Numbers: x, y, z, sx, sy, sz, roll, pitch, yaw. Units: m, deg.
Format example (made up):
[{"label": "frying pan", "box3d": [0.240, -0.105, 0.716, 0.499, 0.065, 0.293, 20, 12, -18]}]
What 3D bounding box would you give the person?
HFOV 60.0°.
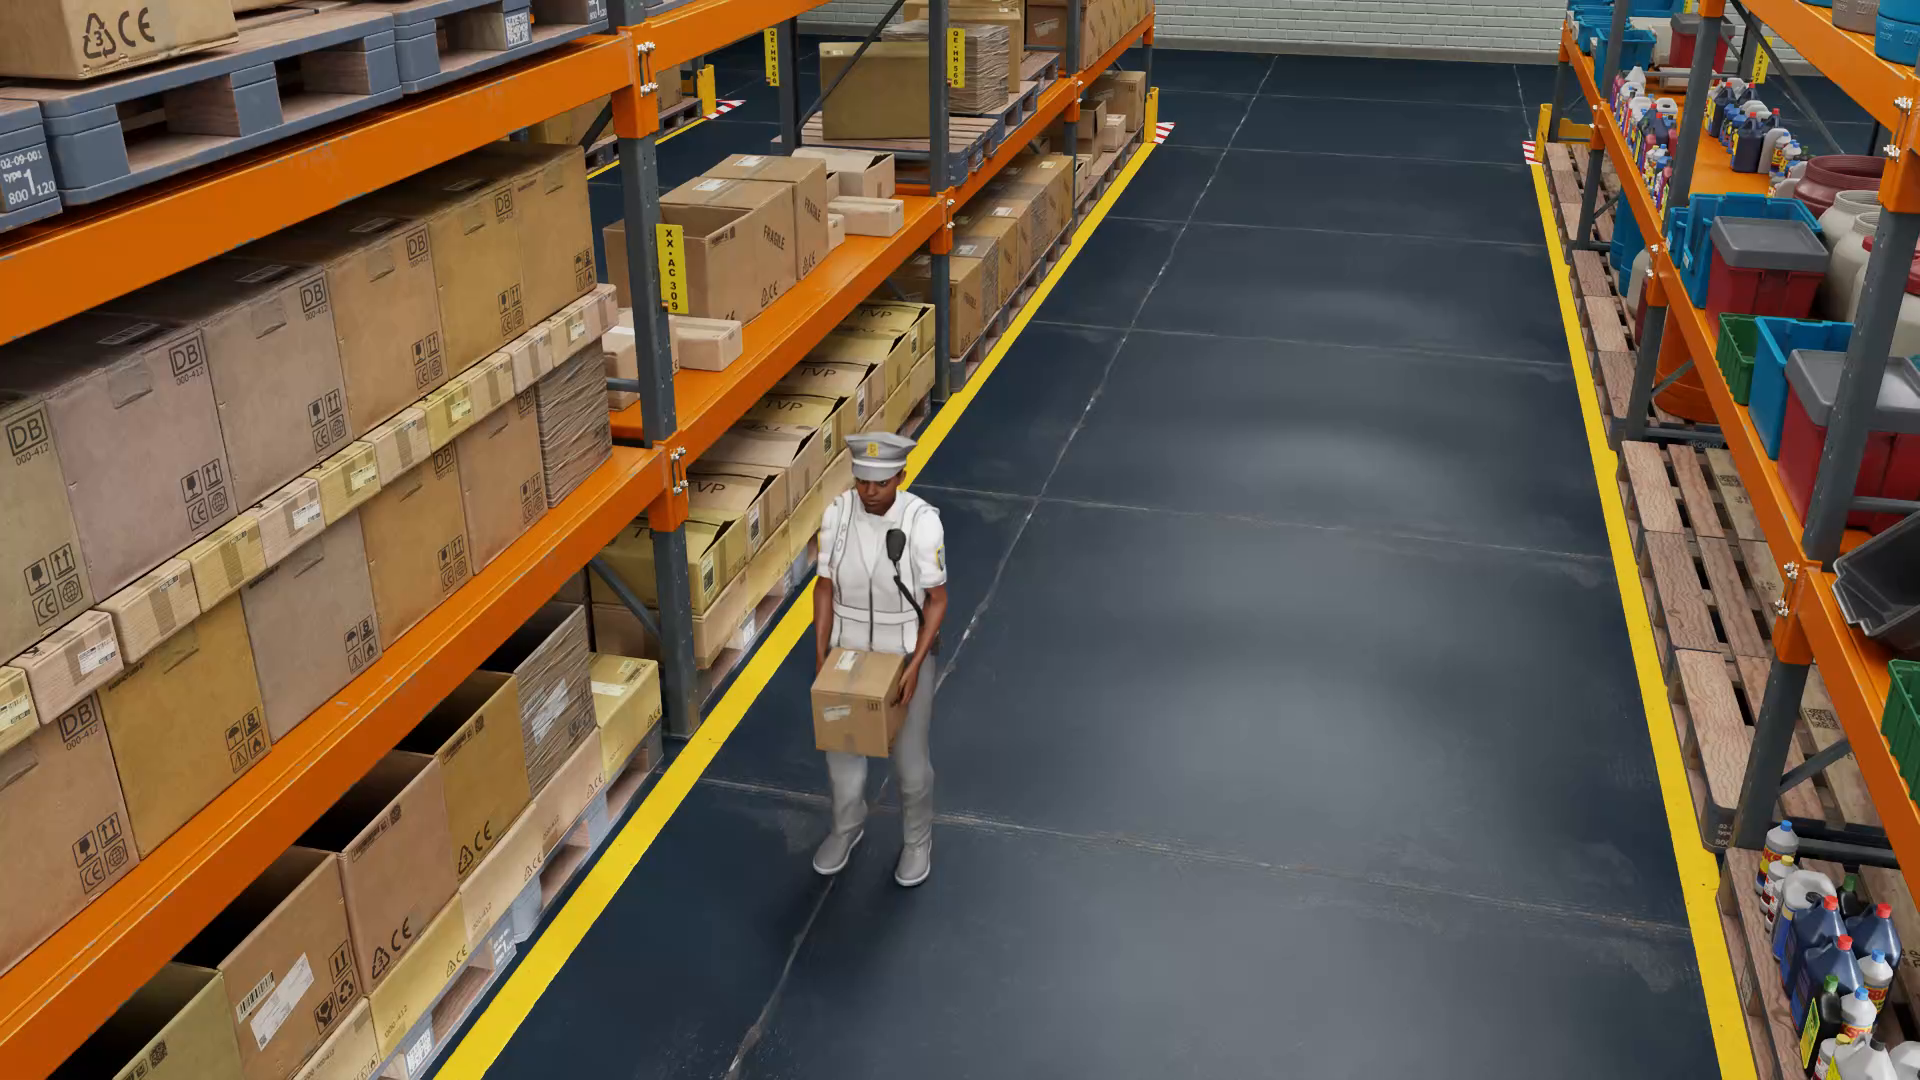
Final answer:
[{"label": "person", "box3d": [-0.282, 0.410, 5.726, 0.479, 1.680, 0.429, 6, 26, 12]}]
